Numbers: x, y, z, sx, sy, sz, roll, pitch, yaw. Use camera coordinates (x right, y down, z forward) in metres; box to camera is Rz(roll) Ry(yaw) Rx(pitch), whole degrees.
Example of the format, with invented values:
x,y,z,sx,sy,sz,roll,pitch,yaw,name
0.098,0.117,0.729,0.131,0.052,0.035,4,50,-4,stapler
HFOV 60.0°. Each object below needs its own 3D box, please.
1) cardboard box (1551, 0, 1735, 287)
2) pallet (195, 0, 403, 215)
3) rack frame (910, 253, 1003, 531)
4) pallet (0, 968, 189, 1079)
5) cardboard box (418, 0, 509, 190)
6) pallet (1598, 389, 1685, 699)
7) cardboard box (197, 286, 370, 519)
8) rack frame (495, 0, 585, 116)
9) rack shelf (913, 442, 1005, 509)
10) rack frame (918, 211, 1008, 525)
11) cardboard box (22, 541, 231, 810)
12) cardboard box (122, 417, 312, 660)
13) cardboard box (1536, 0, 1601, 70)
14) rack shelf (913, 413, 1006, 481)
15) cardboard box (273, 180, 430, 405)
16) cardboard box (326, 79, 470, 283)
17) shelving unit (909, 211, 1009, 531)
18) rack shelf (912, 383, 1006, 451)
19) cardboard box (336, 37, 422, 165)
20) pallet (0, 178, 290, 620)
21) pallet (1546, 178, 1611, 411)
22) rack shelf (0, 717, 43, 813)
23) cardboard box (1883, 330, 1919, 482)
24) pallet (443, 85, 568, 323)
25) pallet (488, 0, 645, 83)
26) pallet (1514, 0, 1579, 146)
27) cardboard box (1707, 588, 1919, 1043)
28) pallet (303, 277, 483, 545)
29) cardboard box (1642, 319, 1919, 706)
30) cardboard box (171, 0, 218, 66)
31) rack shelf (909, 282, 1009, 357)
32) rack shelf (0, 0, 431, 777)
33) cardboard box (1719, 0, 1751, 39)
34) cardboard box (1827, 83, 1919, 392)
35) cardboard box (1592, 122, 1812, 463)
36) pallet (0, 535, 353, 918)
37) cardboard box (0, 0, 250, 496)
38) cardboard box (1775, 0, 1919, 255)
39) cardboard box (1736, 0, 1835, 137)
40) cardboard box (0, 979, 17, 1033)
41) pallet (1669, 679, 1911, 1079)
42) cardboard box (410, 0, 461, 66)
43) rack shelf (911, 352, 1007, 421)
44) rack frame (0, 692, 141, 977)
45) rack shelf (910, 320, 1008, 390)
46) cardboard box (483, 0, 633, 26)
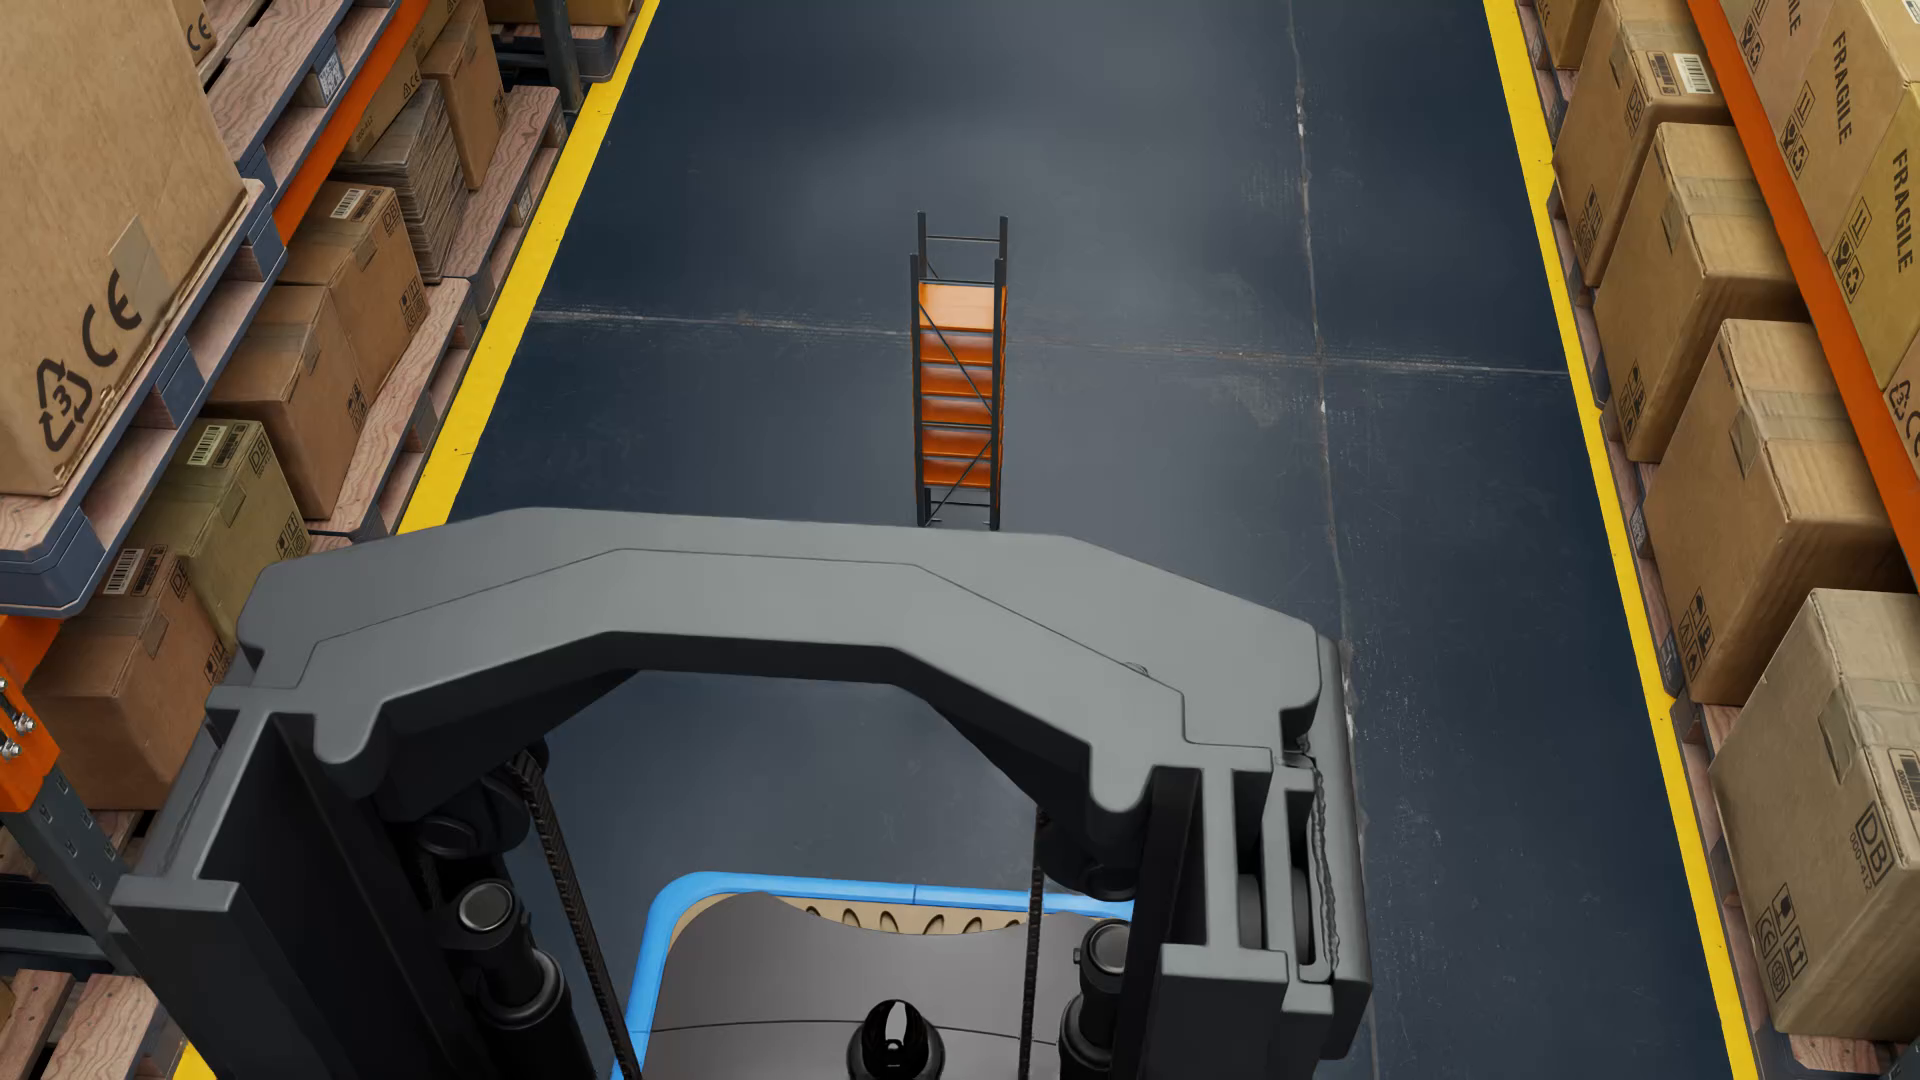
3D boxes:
x,y,z,sx,sy,sz,roll,pitch,yaw,name
2.717,-1.371,5.711,1.050,0.750,0.750,3,48,3,cardboard box
-2.207,-1.315,4.550,1.003,0.211,1.213,4,48,4,pallet
-0.010,-0.327,4.736,0.240,1.200,0.006,4,48,4,rack frame
-2.458,1.539,3.699,1.003,0.211,1.213,4,48,4,pallet
-2.109,-1.648,6.121,0.700,0.500,0.500,2,48,1,cardboard box
2.602,-0.020,5.125,1.003,0.211,1.213,4,48,4,pallet
-2.242,-0.413,4.991,0.700,0.500,0.500,0,48,0,cardboard box
-2.068,-2.837,5.812,1.000,3.000,0.127,4,48,4,rack frame
-0.001,-0.202,5.007,0.258,0.103,0.180,4,48,4,rack shelf
0.007,-0.462,4.859,0.240,1.200,0.006,4,48,4,rack frame
-2.355,0.347,4.295,0.700,0.500,0.500,1,48,1,cardboard box
-2.293,-0.002,4.615,0.700,0.500,0.500,4,48,3,cardboard box
2.662,-2.229,6.665,0.500,0.500,0.500,4,48,3,cardboard box
-0.001,-0.283,4.919,0.258,0.103,0.180,4,48,4,rack shelf
-2.192,-0.823,5.366,0.700,0.500,0.500,7,48,7,cardboard box
-2.147,-1.240,5.747,0.700,0.500,0.500,0,48,0,cardboard box
-0.001,-0.394,4.798,0.258,1.200,0.189,4,48,4,shelving unit
-0.001,-0.364,4.830,0.258,0.103,0.180,4,48,4,rack shelf
-2.137,-1.510,5.486,0.500,0.250,0.500,9,48,8,cardboard box
-2.218,-0.385,3.699,1.003,0.211,1.213,4,48,4,pallet
2.715,-0.914,5.943,1.003,0.211,1.213,4,48,4,pallet
-2.615,1.815,2.045,1.077,0.370,4.000,4,48,4,rack shelf
2.325,-0.297,3.421,0.500,0.500,0.500,3,48,3,cardboard box
-2.140,-1.322,6.316,1.003,0.211,1.213,4,48,4,pallet
-1.921,-2.470,7.366,1.003,0.211,1.213,4,48,4,pallet
2.935,-2.062,6.993,1.003,0.211,1.213,4,48,4,pallet
2.465,0.665,3.849,1.050,0.750,0.750,4,48,3,cardboard box
-2.254,-0.428,5.498,1.003,0.211,1.213,4,48,4,pallet
2.556,-0.043,4.497,1.050,0.750,0.750,4,48,4,cardboard box
-2.366,-1.355,4.102,0.797,0.503,0.637,8,48,8,cardboard box
-0.001,-0.607,4.565,0.258,0.103,0.180,4,48,4,rack shelf
-2.250,-1.125,4.734,1.077,0.370,4.000,4,48,4,rack shelf
2.509,-1.778,4.775,0.500,0.500,0.500,3,48,3,cardboard box
2.371,-0.668,3.760,0.500,0.500,0.500,4,48,4,cardboard box
2.641,-0.728,5.123,1.050,0.750,0.750,5,48,4,cardboard box
-2.363,0.471,4.676,1.003,0.211,1.213,4,48,4,pallet
-2.221,-0.817,3.273,1.000,1.000,1.000,4,48,4,cardboard box
2.415,-1.041,4.102,0.500,0.500,0.500,3,48,3,cardboard box
2.463,-1.407,4.436,0.500,0.500,0.500,4,48,3,cardboard box
-2.509,1.095,3.625,0.500,0.500,0.500,3,48,2,cardboard box
2.493,0.879,4.303,1.003,0.211,1.213,4,48,4,pallet
-2.099,-1.901,5.843,0.500,0.250,0.500,6,48,5,cardboard box
-0.001,-0.445,4.742,0.258,0.103,0.180,4,48,4,rack shelf
-2.432,0.102,3.124,1.000,3.000,0.127,4,48,4,rack frame
-0.001,-0.526,4.653,0.258,0.103,0.180,4,48,4,rack shelf
-1.984,-2.768,6.904,1.225,0.875,0.875,2,48,2,cardboard box
